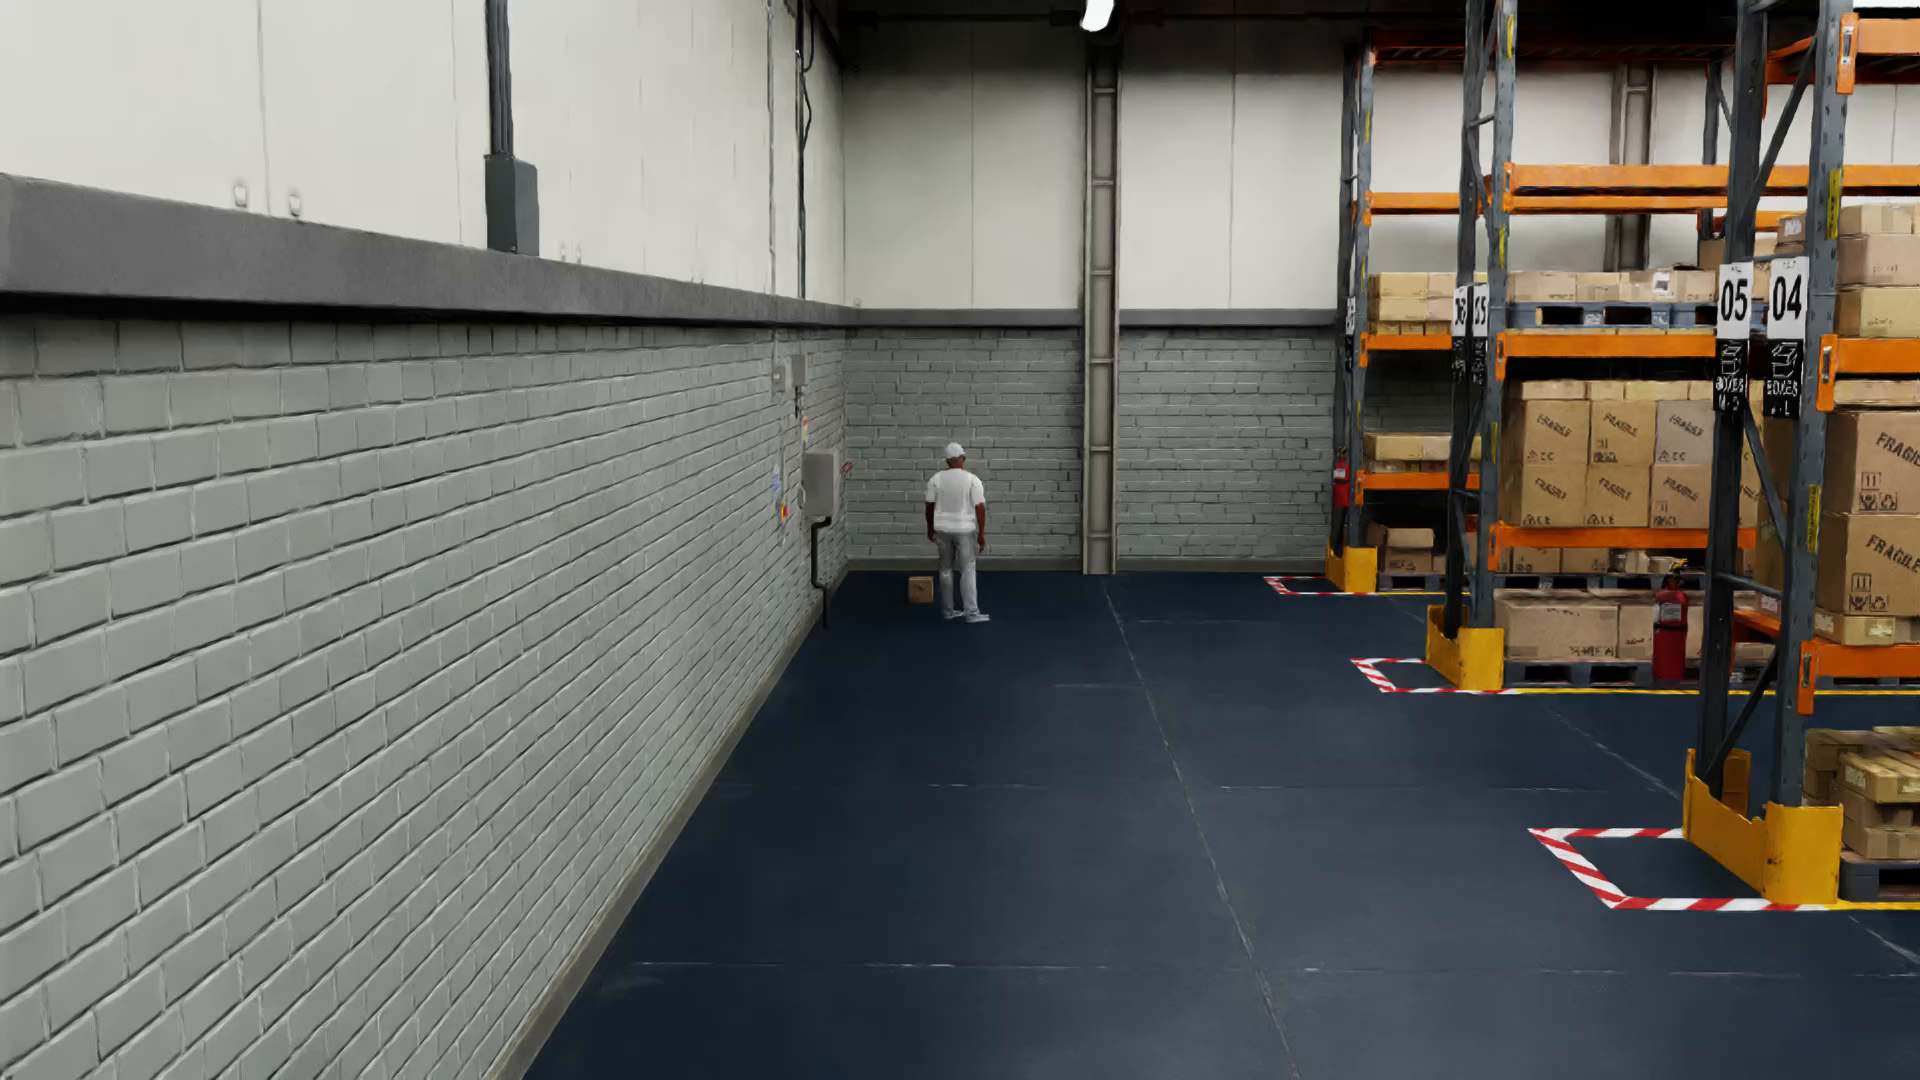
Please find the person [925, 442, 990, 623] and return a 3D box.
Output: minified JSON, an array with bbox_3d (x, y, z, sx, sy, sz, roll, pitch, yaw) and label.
[{"bbox_3d":[-0.025,-0.081,16.332,0.681,1.763,0.526,2,7,16],"label":"person"}]
